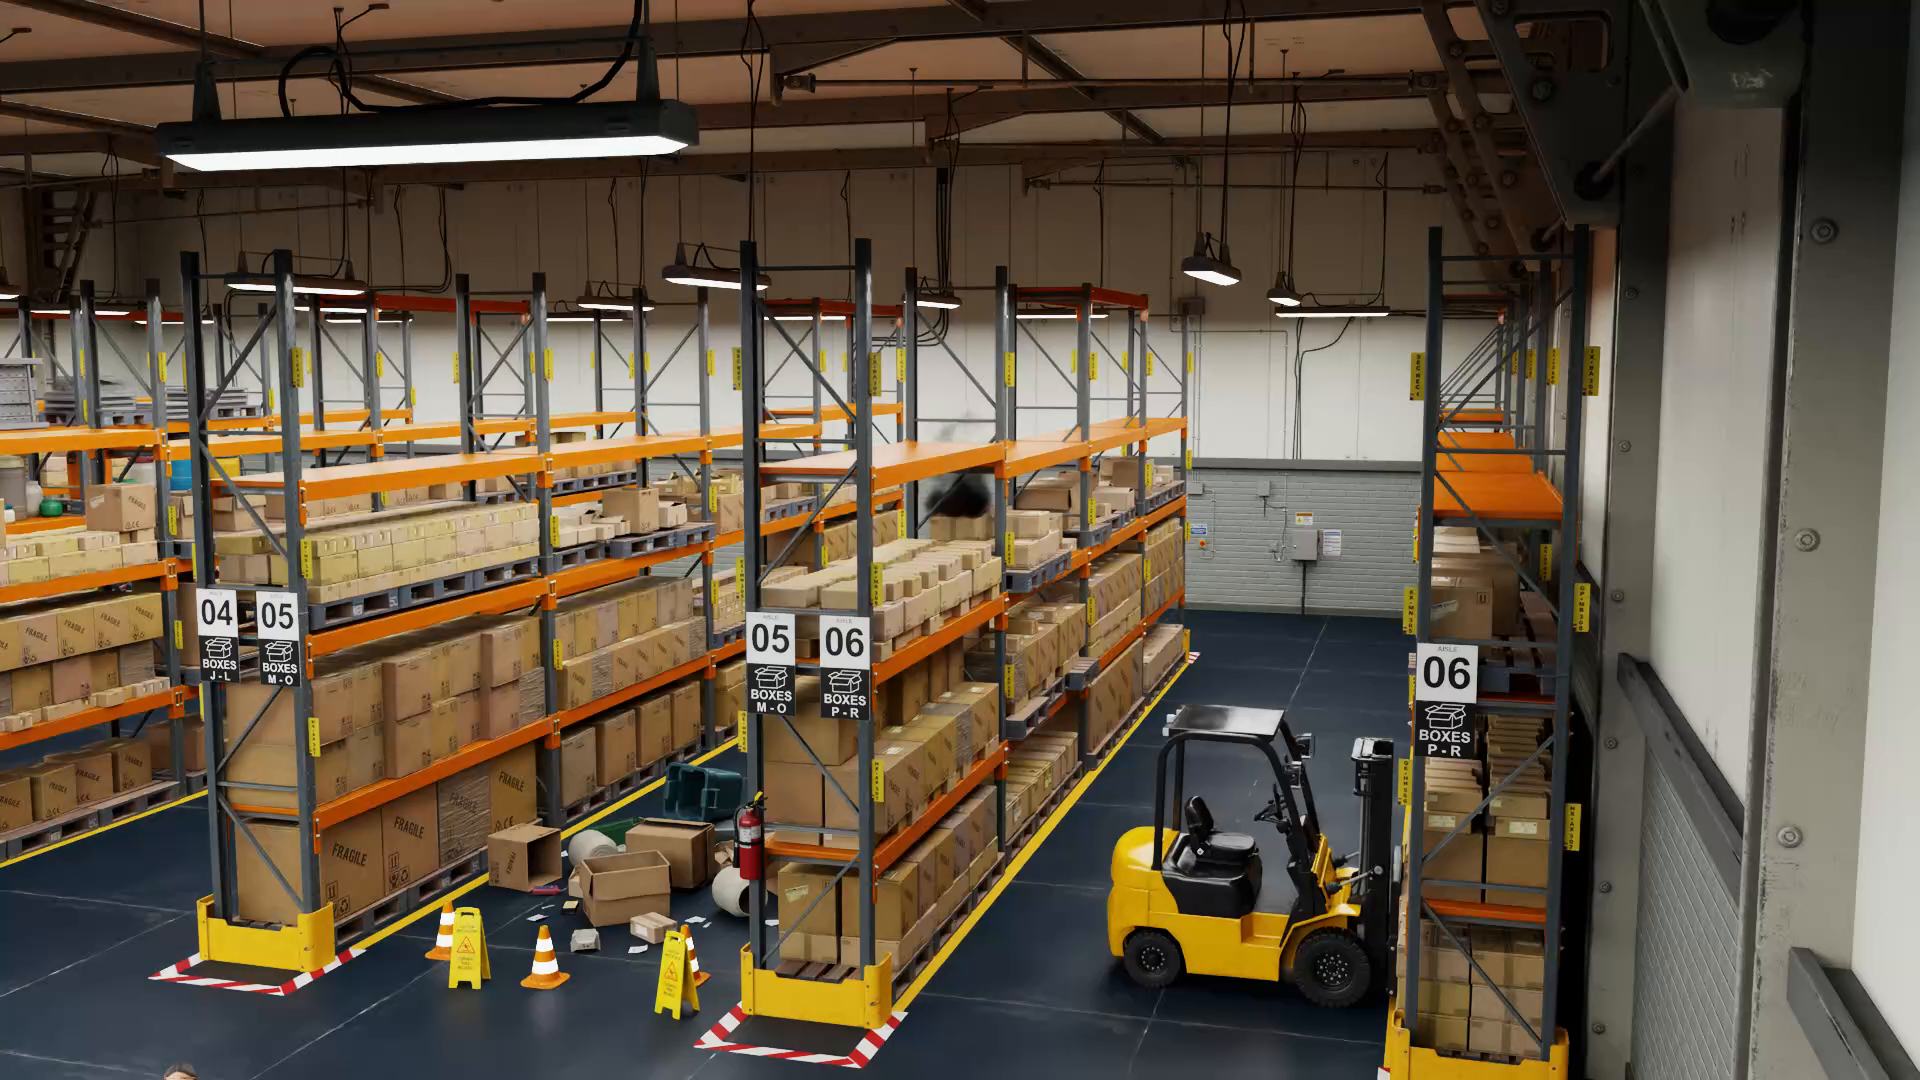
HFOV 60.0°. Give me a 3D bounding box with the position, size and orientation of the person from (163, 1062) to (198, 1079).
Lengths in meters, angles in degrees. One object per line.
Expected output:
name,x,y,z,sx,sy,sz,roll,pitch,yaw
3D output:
person,-3.932,3.449,8.442,0.634,1.591,0.559,-3,7,-23
